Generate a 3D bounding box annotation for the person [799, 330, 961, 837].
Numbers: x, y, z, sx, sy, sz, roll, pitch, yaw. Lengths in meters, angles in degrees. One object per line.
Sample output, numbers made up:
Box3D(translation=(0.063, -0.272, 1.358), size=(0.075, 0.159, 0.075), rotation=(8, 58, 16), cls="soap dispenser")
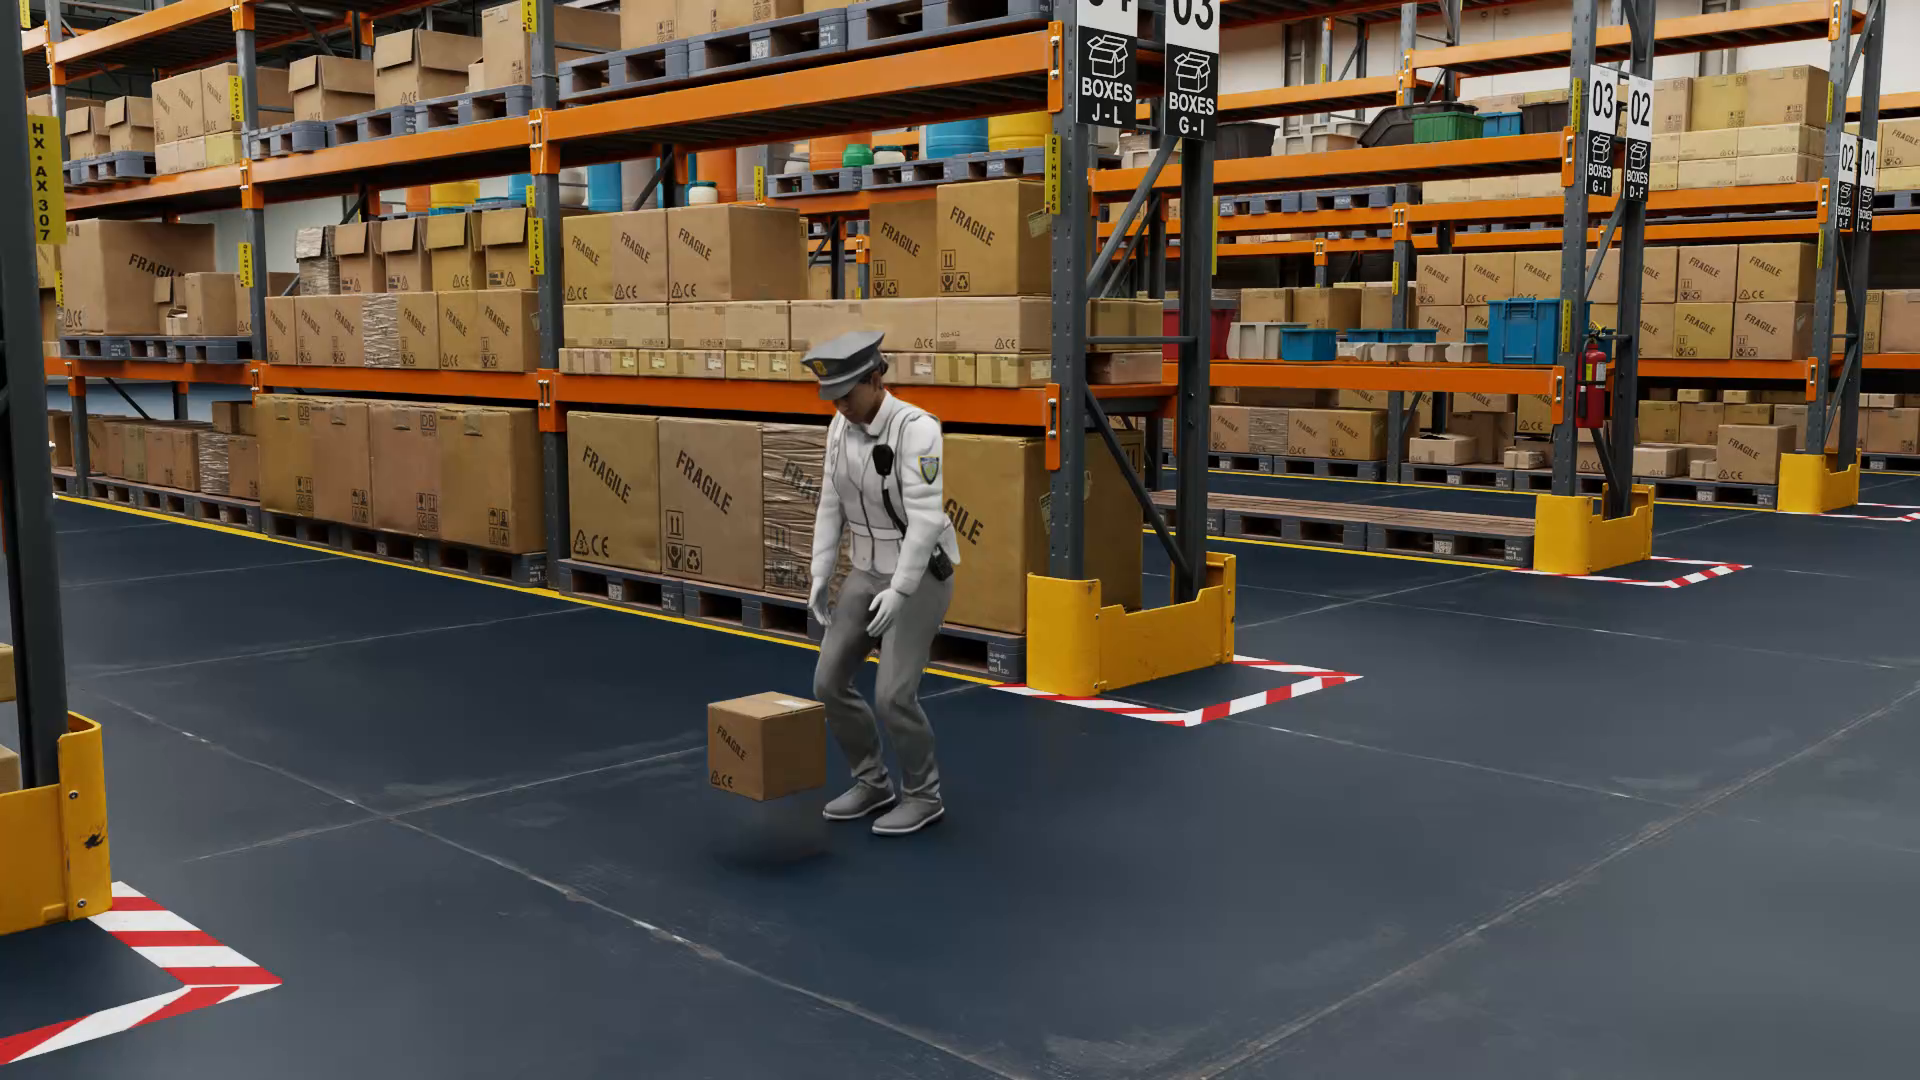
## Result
Box3D(translation=(-0.244, 0.132, 5.184), size=(0.520, 1.559, 0.548), rotation=(7, 10, 44), cls="person")
